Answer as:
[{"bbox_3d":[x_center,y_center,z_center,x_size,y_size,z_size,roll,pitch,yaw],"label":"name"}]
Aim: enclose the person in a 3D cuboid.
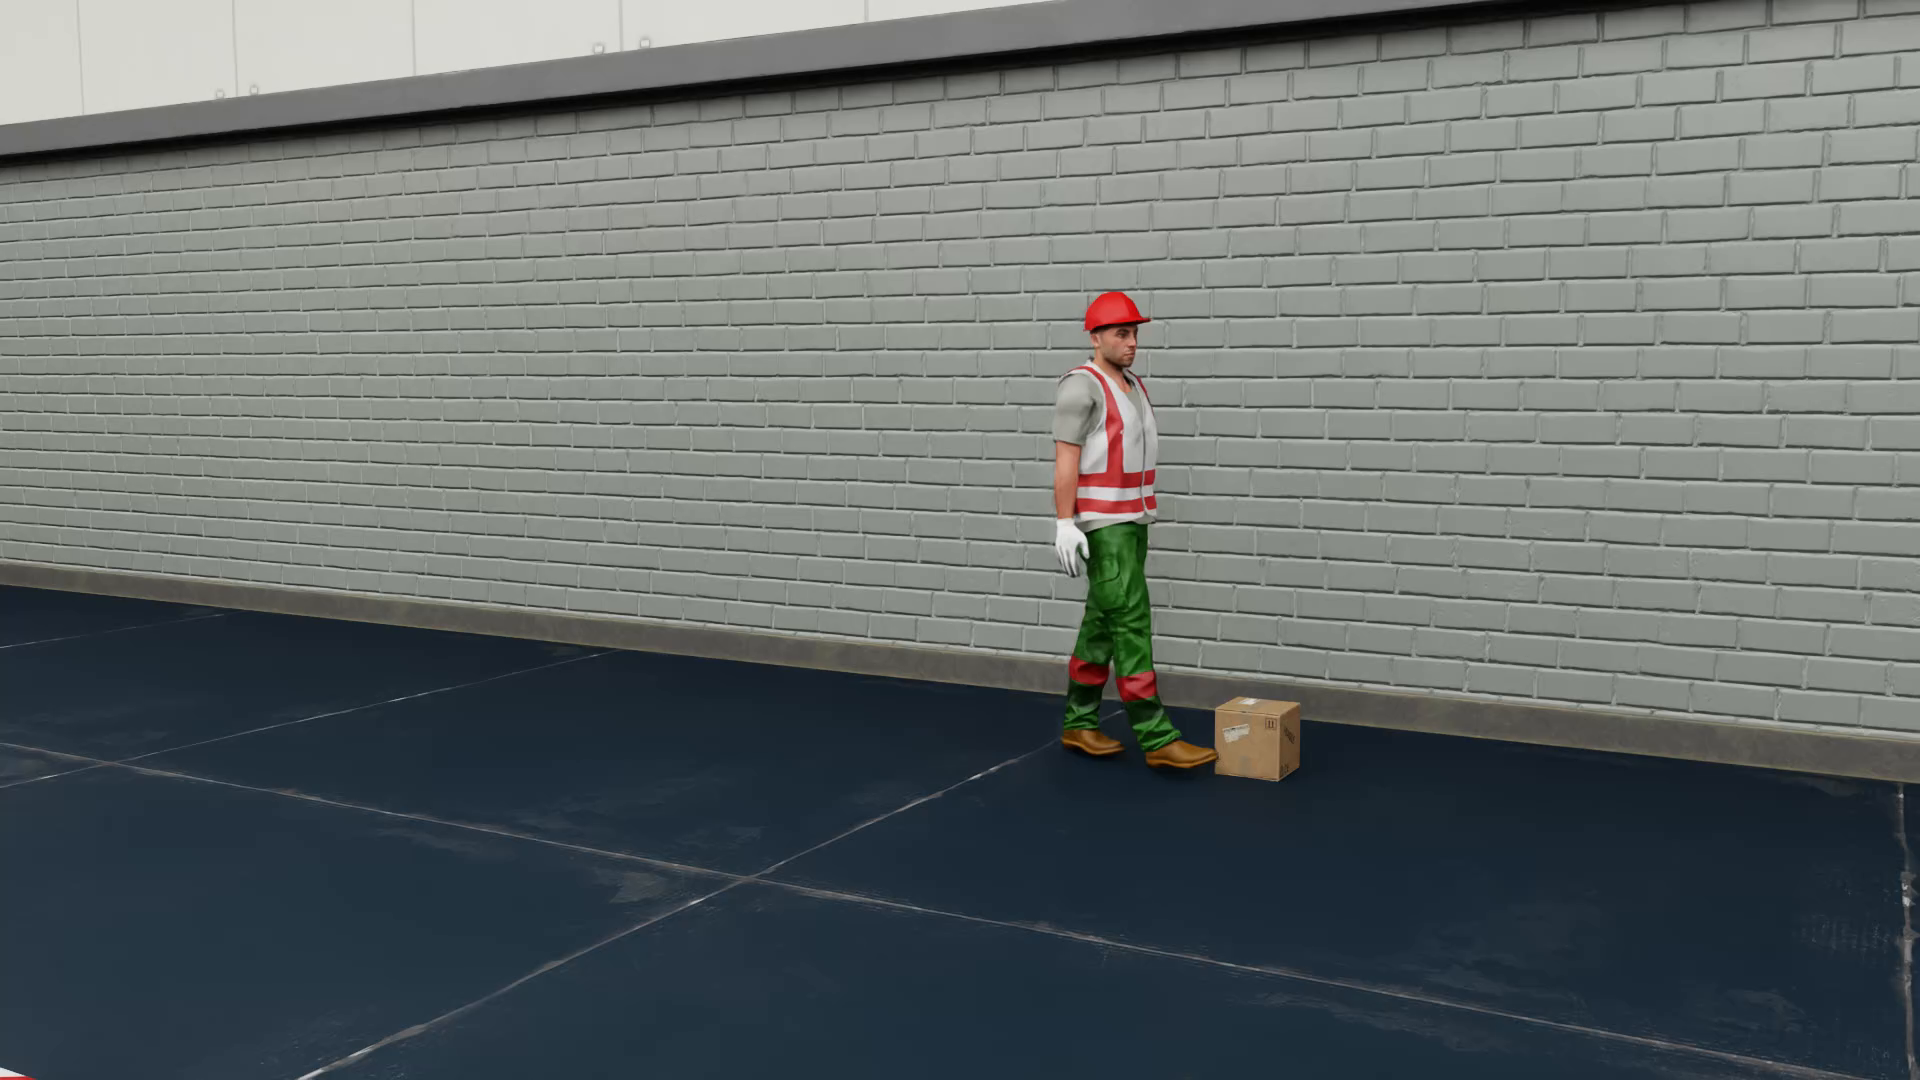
[{"bbox_3d":[0.688,-0.042,6.260,0.747,1.774,0.571,4,7,34],"label":"person"}]
